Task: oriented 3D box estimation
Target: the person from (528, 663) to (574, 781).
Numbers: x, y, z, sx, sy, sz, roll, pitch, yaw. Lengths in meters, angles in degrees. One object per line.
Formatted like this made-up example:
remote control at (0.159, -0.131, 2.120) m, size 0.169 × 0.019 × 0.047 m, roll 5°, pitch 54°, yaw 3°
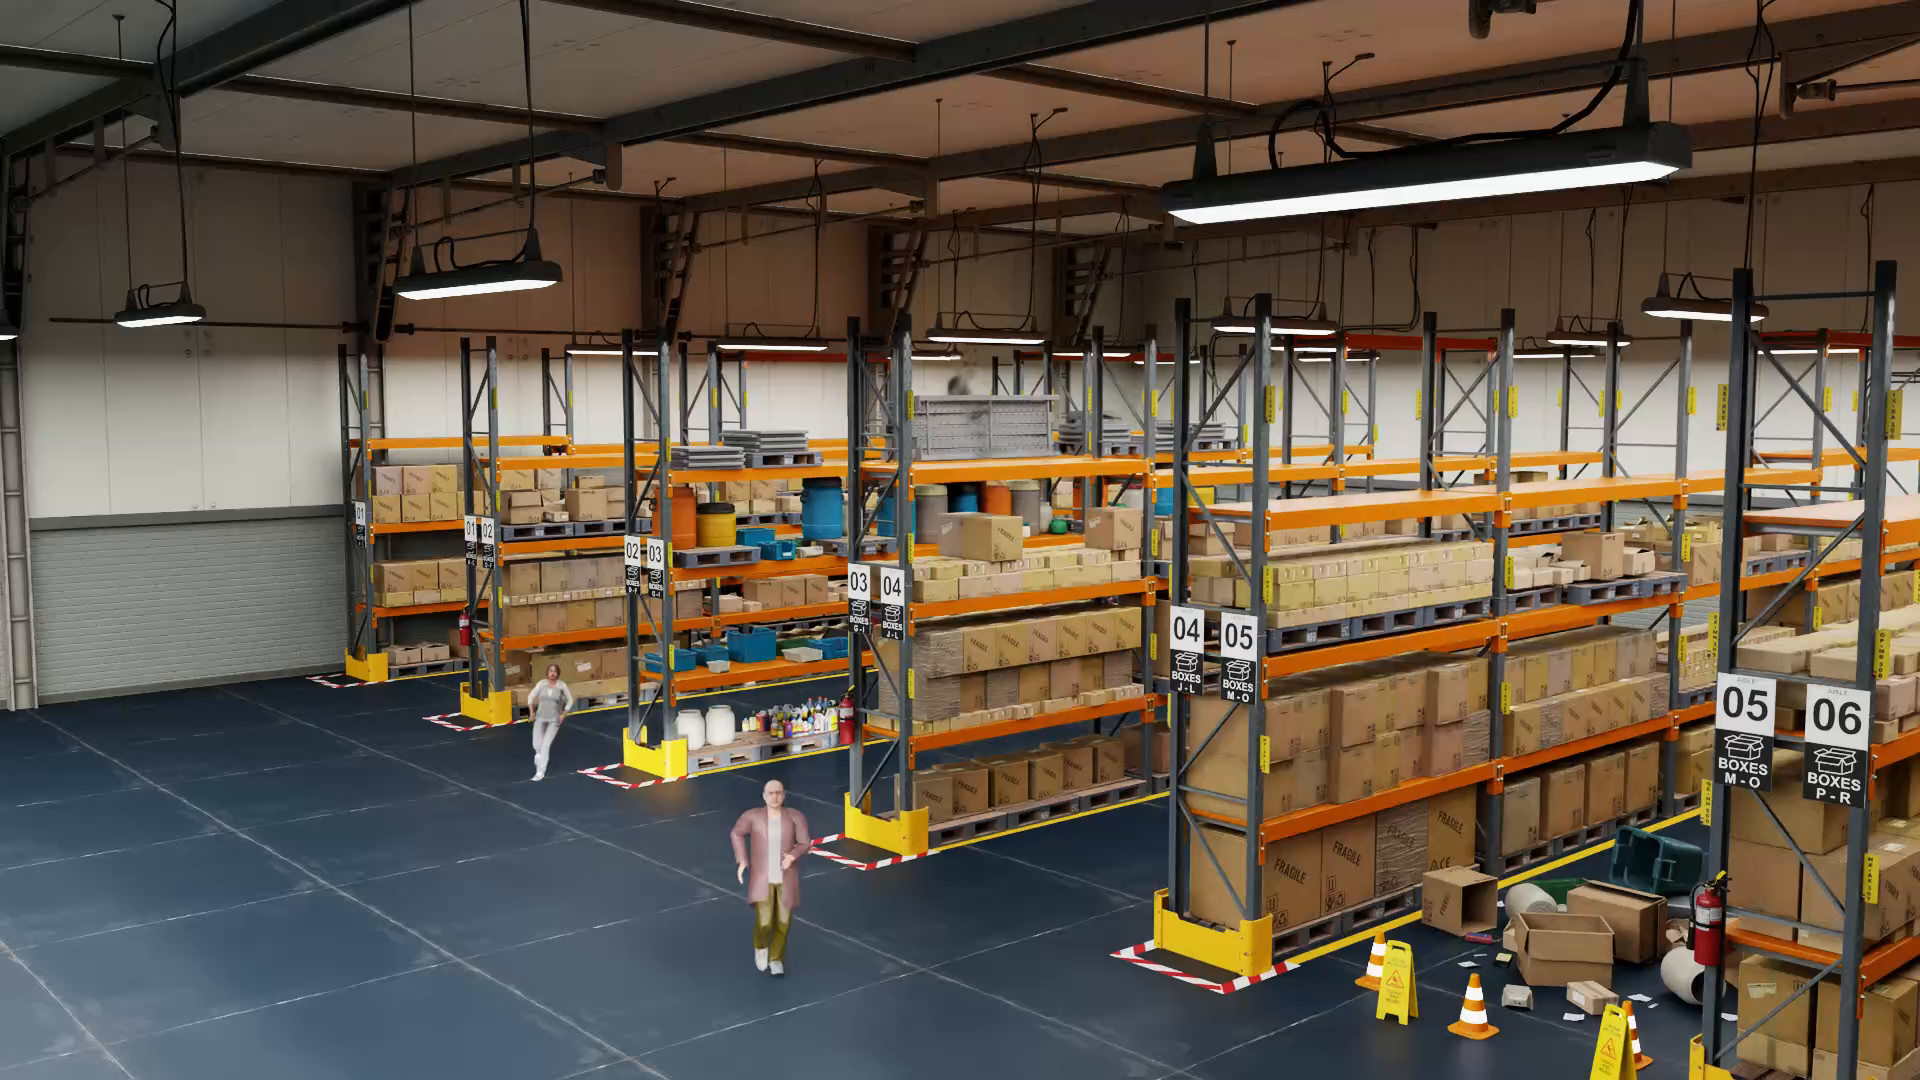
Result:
person at (-5.484, 2.415, 22.270) m, size 0.605 × 1.537 × 0.572 m, roll -1°, pitch 5°, yaw -6°

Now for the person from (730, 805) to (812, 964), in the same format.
person at (-1.645, 3.050, 14.629) m, size 0.691 × 1.469 × 0.581 m, roll -1°, pitch 5°, yaw -13°
